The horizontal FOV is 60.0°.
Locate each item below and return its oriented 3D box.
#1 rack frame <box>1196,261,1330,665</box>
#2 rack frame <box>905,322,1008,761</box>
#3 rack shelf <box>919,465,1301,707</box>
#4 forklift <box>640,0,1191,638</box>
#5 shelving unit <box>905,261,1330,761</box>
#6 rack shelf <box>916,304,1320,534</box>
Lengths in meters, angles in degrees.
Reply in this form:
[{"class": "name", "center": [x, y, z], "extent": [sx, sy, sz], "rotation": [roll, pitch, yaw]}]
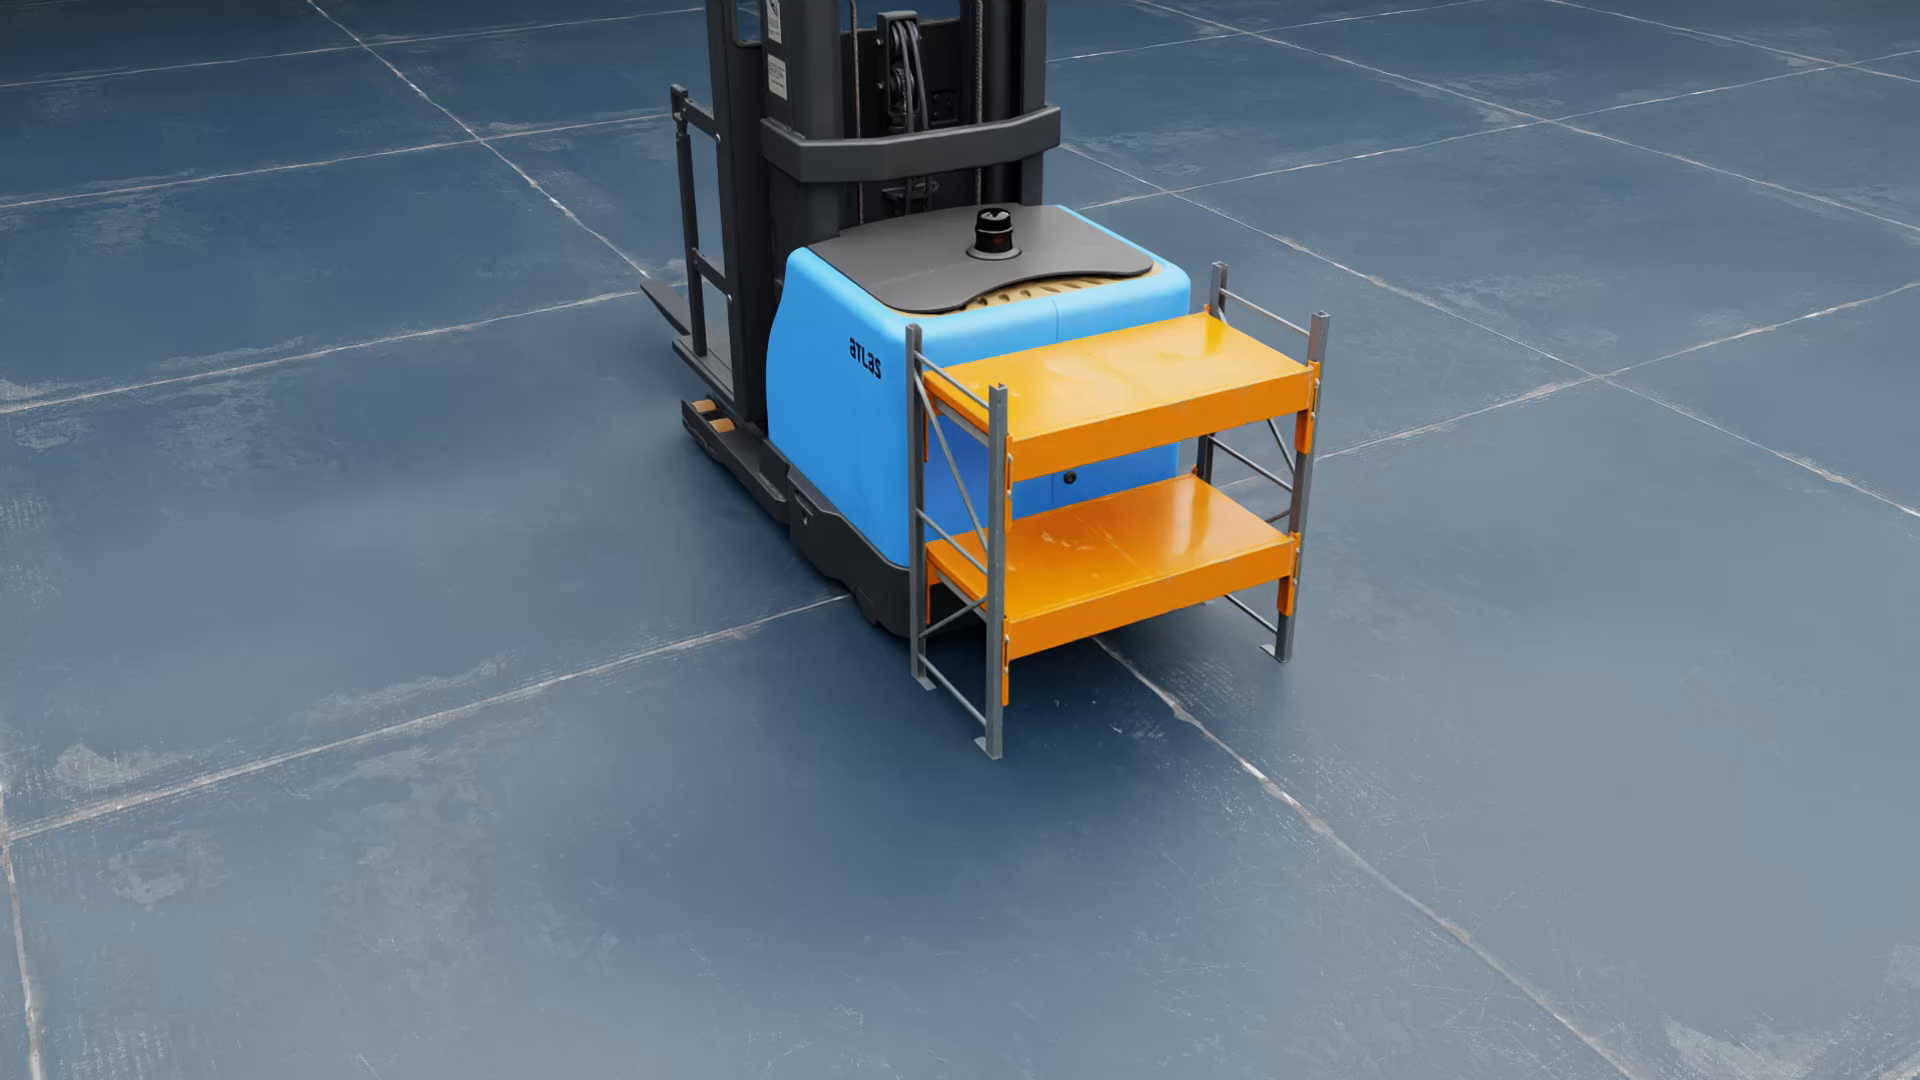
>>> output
[{"class": "rack frame", "center": [0.876, -0.222, 4.988], "extent": [0.032, 1.125, 0.500], "rotation": [-15, 32, -25]}, {"class": "rack frame", "center": [-0.015, 0.015, 4.559], "extent": [0.032, 1.125, 0.500], "rotation": [-15, 32, -25]}, {"class": "rack shelf", "center": [0.431, 0.110, 4.892], "extent": [1.000, 0.278, 0.538], "rotation": [-15, 32, -25]}, {"class": "forklift", "center": [-0.418, -1.667, 5.737], "extent": [1.130, 2.935, 3.031], "rotation": [-14, 32, -24]}, {"class": "shelving unit", "center": [0.431, -0.104, 4.774], "extent": [1.048, 1.125, 0.538], "rotation": [-15, 32, -25]}, {"class": "rack shelf", "center": [0.431, -0.360, 4.632], "extent": [1.000, 0.278, 0.538], "rotation": [-15, 32, -25]}]
